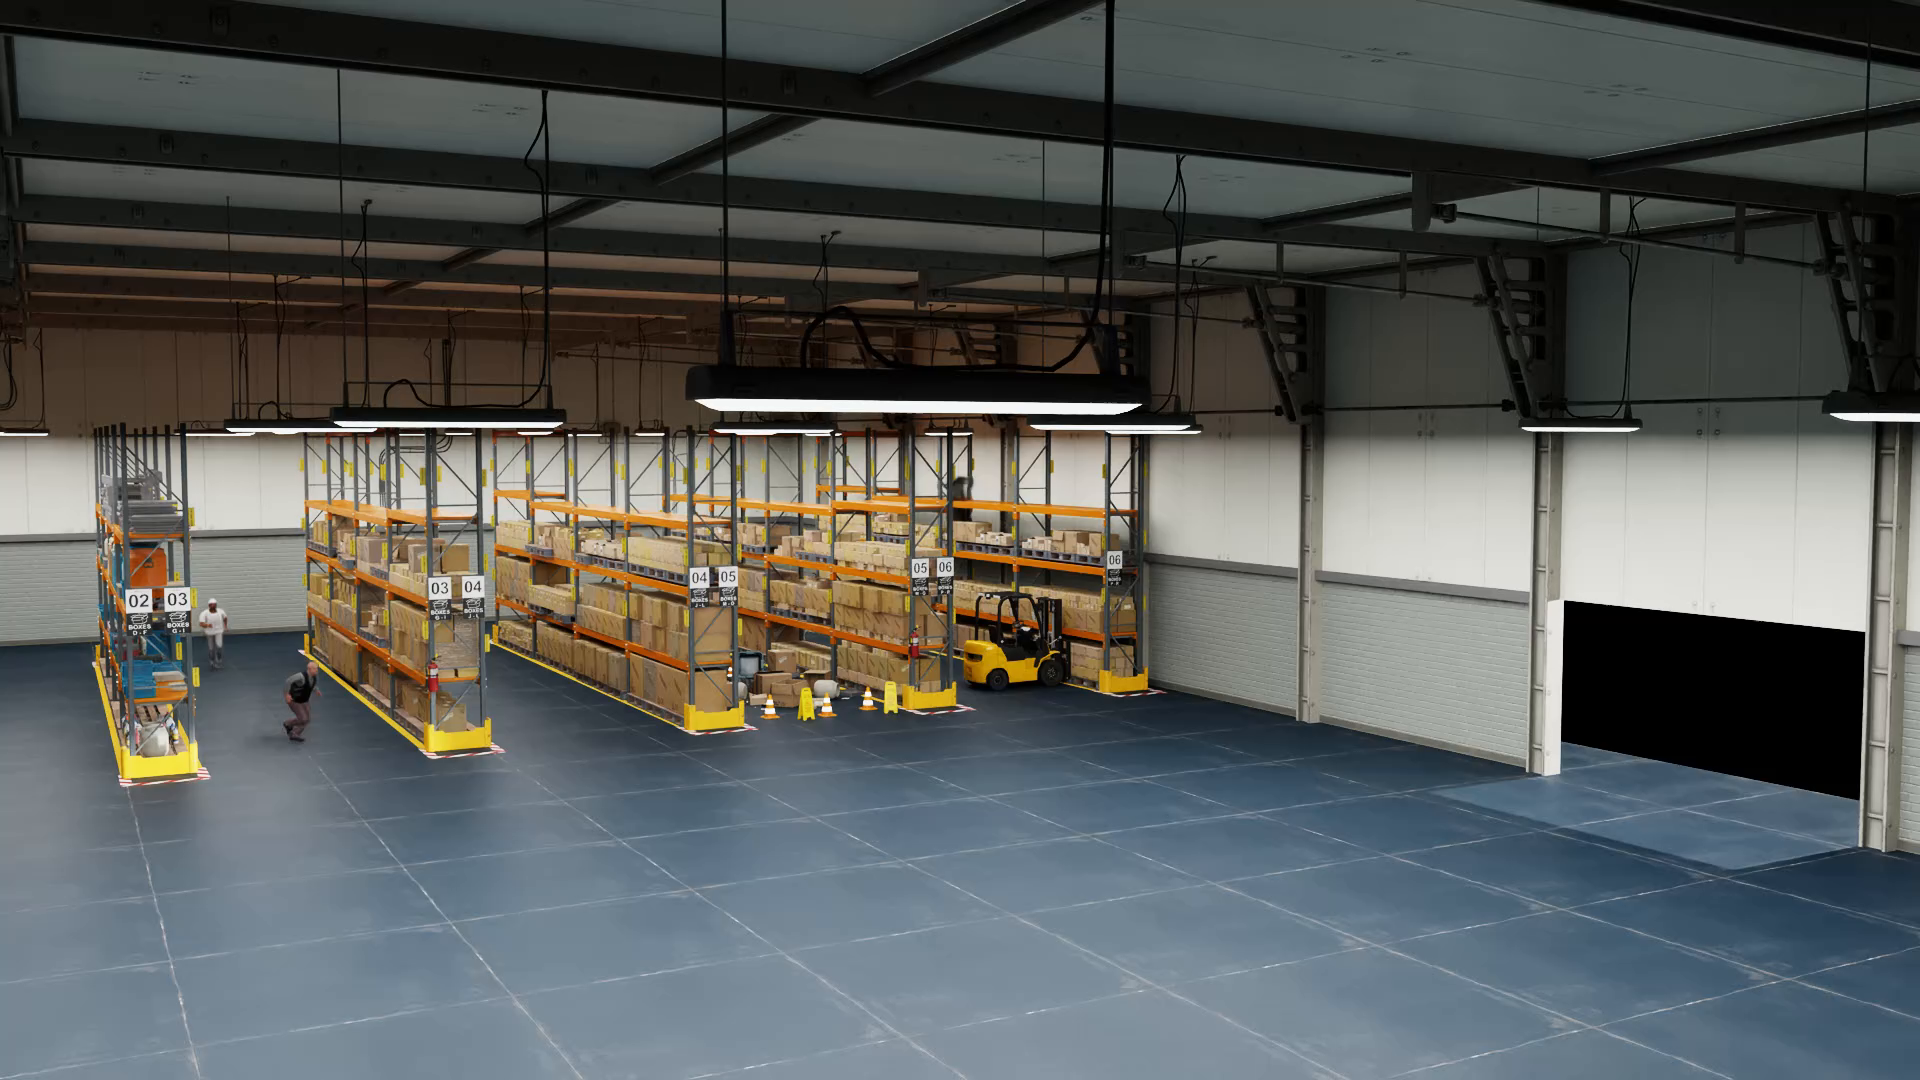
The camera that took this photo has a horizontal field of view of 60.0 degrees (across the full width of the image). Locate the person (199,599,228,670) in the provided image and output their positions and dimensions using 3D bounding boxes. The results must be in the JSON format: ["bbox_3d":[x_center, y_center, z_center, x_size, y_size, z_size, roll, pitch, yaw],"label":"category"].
[{"bbox_3d":[-18.555,2.342,41.364,0.655,1.786,0.811,-2,4,-26],"label":"person"}]

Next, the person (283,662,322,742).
[{"bbox_3d":[-12.451,3.061,31.384,0.825,1.543,0.684,1,4,23],"label":"person"}]
